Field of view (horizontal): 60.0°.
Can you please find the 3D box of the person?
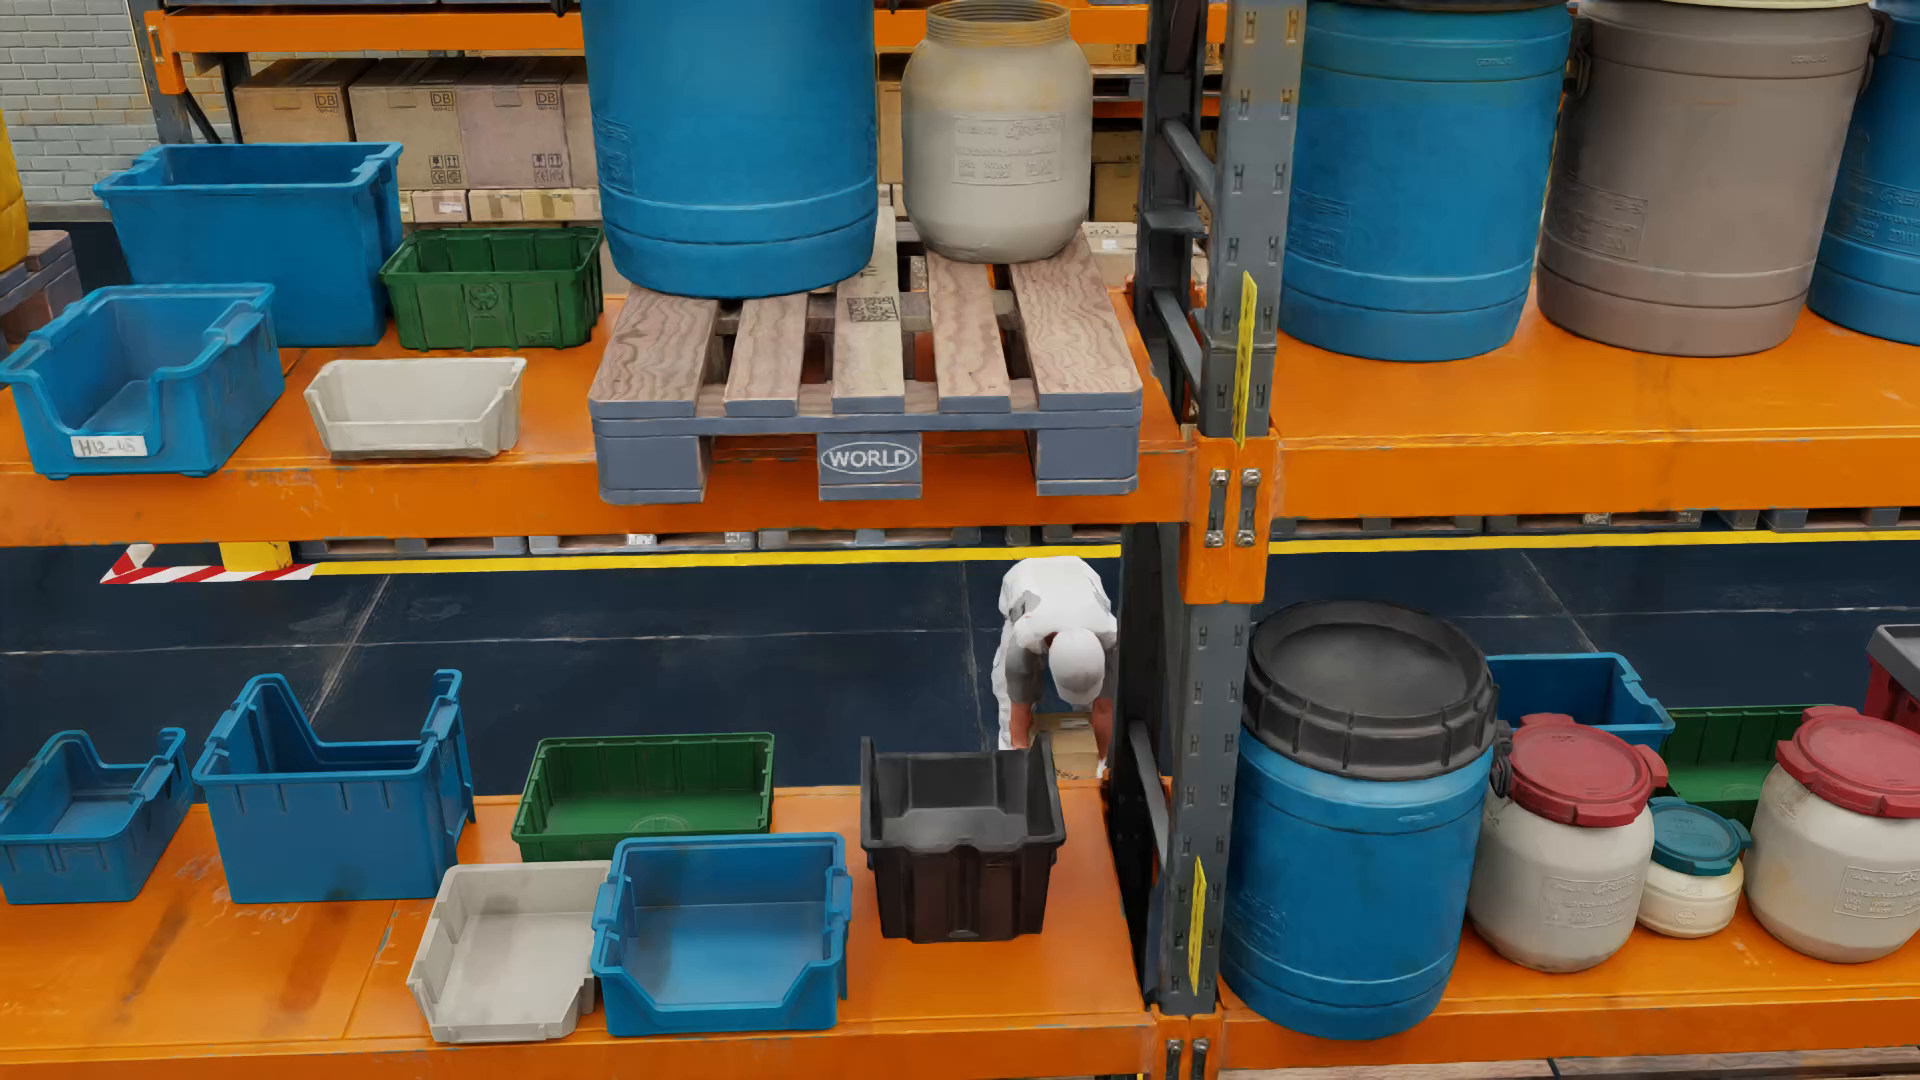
[{"bbox_3d":[0.389,0.674,6.460,0.497,1.167,0.957,-2,27,-4],"label":"person"}]
